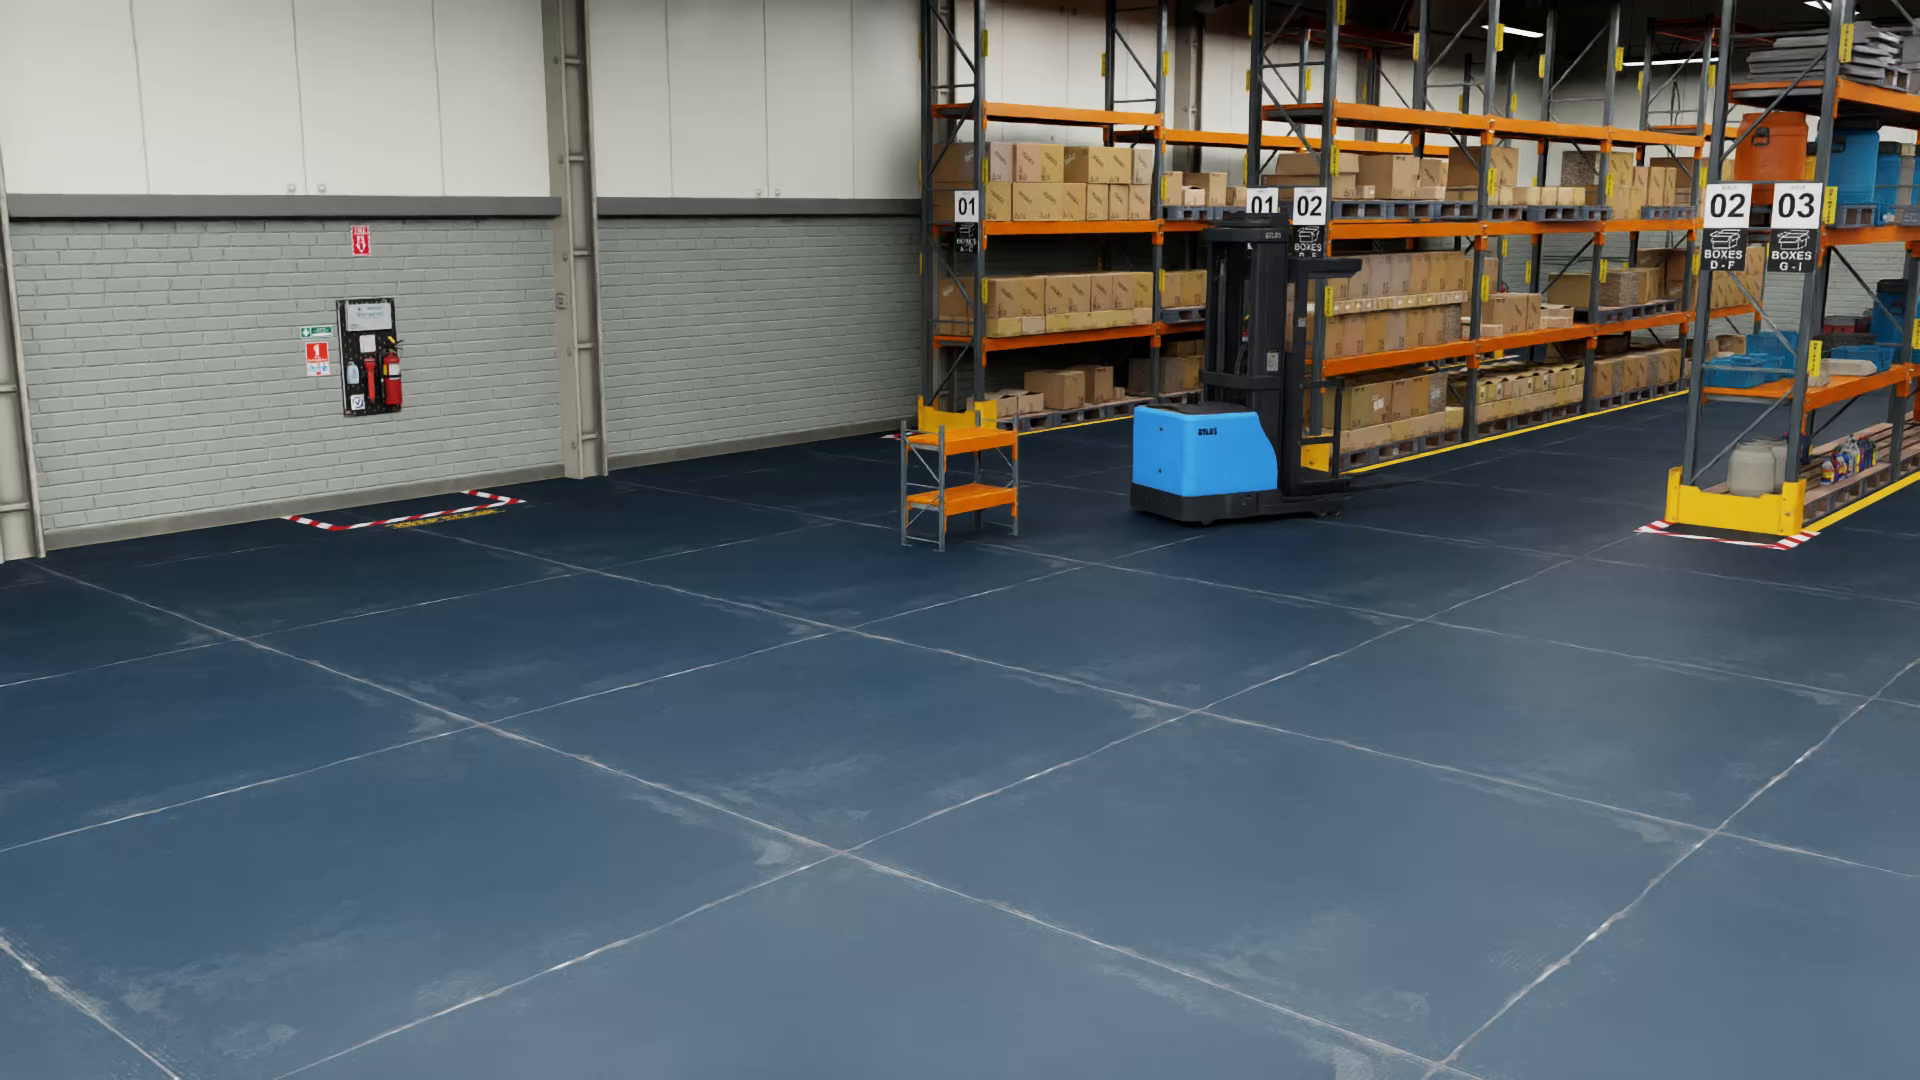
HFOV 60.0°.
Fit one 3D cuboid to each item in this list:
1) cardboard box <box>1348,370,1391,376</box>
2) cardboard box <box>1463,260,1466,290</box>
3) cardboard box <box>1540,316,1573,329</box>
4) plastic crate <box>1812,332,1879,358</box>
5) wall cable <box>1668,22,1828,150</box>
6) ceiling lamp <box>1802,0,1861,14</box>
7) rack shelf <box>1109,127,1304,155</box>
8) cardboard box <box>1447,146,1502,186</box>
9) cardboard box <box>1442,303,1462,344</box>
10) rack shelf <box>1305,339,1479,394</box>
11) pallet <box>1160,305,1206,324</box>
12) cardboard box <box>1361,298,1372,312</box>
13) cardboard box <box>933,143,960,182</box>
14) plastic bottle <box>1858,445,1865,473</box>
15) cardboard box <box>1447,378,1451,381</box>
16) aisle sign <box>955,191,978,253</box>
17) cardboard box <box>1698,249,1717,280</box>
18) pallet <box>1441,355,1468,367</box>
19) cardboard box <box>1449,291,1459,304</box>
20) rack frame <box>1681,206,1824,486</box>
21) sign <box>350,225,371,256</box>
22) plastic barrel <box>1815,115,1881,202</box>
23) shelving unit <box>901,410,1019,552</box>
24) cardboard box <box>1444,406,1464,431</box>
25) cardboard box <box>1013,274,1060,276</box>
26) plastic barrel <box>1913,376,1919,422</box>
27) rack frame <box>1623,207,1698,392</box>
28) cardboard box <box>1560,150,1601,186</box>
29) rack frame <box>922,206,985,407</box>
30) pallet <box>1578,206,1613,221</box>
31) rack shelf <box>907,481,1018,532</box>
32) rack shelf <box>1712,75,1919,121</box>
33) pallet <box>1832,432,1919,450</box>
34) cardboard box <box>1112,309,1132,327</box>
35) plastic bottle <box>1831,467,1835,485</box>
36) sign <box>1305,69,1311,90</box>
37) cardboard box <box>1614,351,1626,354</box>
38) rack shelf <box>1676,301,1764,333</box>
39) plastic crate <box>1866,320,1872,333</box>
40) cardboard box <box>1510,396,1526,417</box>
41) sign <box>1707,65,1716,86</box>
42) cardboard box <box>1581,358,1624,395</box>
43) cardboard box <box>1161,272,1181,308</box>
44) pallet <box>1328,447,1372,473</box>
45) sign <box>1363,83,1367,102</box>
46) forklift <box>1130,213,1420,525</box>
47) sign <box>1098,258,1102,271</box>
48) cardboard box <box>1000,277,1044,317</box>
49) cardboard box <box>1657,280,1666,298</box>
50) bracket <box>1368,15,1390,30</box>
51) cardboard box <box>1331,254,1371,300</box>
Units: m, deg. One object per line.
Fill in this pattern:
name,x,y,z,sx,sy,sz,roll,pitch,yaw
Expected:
cardboard box,5.071,-1.865,20.924,0.500,0.500,0.500,10,15,40
cardboard box,9.159,-5.071,32.178,0.980,0.700,0.700,9,14,38
cardboard box,8.526,-3.112,23.774,0.380,0.149,0.250,10,15,40
plastic crate,9.549,-2.083,18.138,0.767,0.338,0.504,10,15,40
wall cable,16.504,-9.552,35.094,3.097,2.526,0.112,10,15,40
ceiling lamp,13.029,-9.323,24.012,0.800,3.185,2.000,10,15,40
rack shelf,3.869,-6.142,25.844,1.077,0.370,4.000,10,15,40
cardboard box,6.709,-4.871,21.680,0.500,0.500,0.500,10,15,41
cardboard box,5.984,-2.798,21.304,0.700,0.500,0.500,9,15,39
rack shelf,4.952,-2.168,20.242,1.077,0.370,4.000,10,15,40
pallet,3.162,-3.454,25.336,1.003,0.211,1.213,10,15,40
cardboard box,4.558,-2.736,19.338,0.380,0.149,0.250,9,15,39
cardboard box,-0.004,-4.983,21.986,0.500,0.500,0.500,11,15,43
plastic bottle,9.579,-0.868,17.709,0.133,0.283,0.061,-11,16,-44
cardboard box,6.324,-2.044,22.302,0.500,0.311,0.500,10,15,40
aisle sign,0.086,-4.091,21.400,0.394,0.787,0.004,10,15,40
cardboard box,12.415,-4.640,27.975,0.500,0.500,0.500,9,15,39
pallet,9.195,-3.546,32.427,1.003,0.211,1.213,10,15,40
cardboard box,6.089,-3.078,21.052,0.380,0.149,0.250,9,15,39
rack frame,7.350,-1.585,15.489,1.000,3.000,0.127,10,15,40
sign,-5.980,-2.988,16.594,0.001,0.298,0.199,10,15,40
plastic barrel,9.253,-3.964,17.388,0.600,0.901,0.708,10,15,40
shelving unit,0.004,-0.553,15.106,0.538,1.125,1.048,10,15,40
cardboard box,6.130,-1.576,21.390,0.500,0.250,0.500,10,15,40
cardboard box,1.070,-3.490,23.445,0.500,0.500,0.500,10,15,41
plastic barrel,12.941,-1.978,21.925,0.600,0.830,0.708,10,15,40
rack frame,11.553,-3.992,27.538,1.000,3.000,0.127,10,15,40
cardboard box,9.205,-5.477,24.507,0.500,0.500,0.500,10,15,40
rack frame,-0.092,-2.866,21.902,1.000,3.000,0.127,10,15,40
pallet,8.532,-4.670,23.758,1.213,0.211,1.003,11,16,43
rack shelf,0.004,-0.313,15.154,0.538,0.278,1.000,10,15,40
rack shelf,8.670,-4.272,16.484,1.077,0.370,4.000,10,15,40
pallet,11.285,-1.107,20.215,1.003,0.211,1.213,10,15,40
cardboard box,2.128,-3.210,23.955,0.500,0.250,0.500,10,15,41
plastic bottle,8.849,-0.670,16.930,0.097,0.201,0.097,0,11,0
sign,5.603,-7.413,26.764,0.100,0.325,0.005,10,15,40
cardboard box,10.371,-2.789,26.777,0.500,0.500,0.500,10,15,41
rack shelf,12.873,-3.933,29.081,1.077,0.370,4.000,10,15,40
plastic crate,10.485,-2.368,19.451,0.392,0.384,0.575,10,15,40
cardboard box,7.403,-1.851,22.769,0.500,0.250,0.500,9,15,39
sign,11.973,-7.398,26.488,0.100,0.325,0.005,10,15,40
cardboard box,9.769,-2.501,25.333,0.500,0.500,0.500,9,14,38
cardboard box,2.910,-3.790,25.149,0.700,0.500,0.500,10,15,41
pallet,4.105,-0.977,19.562,1.003,0.211,1.213,10,15,40
sign,7.429,-8.185,30.424,0.100,0.325,0.005,10,15,40
forklift,3.246,-1.756,16.519,3.031,2.935,1.130,-6,13,-26
sign,2.129,-4.094,25.092,0.100,0.325,0.005,10,15,40
cardboard box,0.783,-3.273,22.356,0.500,0.500,0.500,10,15,41
cardboard box,11.690,-4.147,28.062,0.500,0.500,0.500,10,15,41
bracket,7.634,-9.446,30.342,0.235,0.232,0.430,10,15,40
cardboard box,4.327,-3.064,19.327,0.700,0.500,0.500,9,15,39
